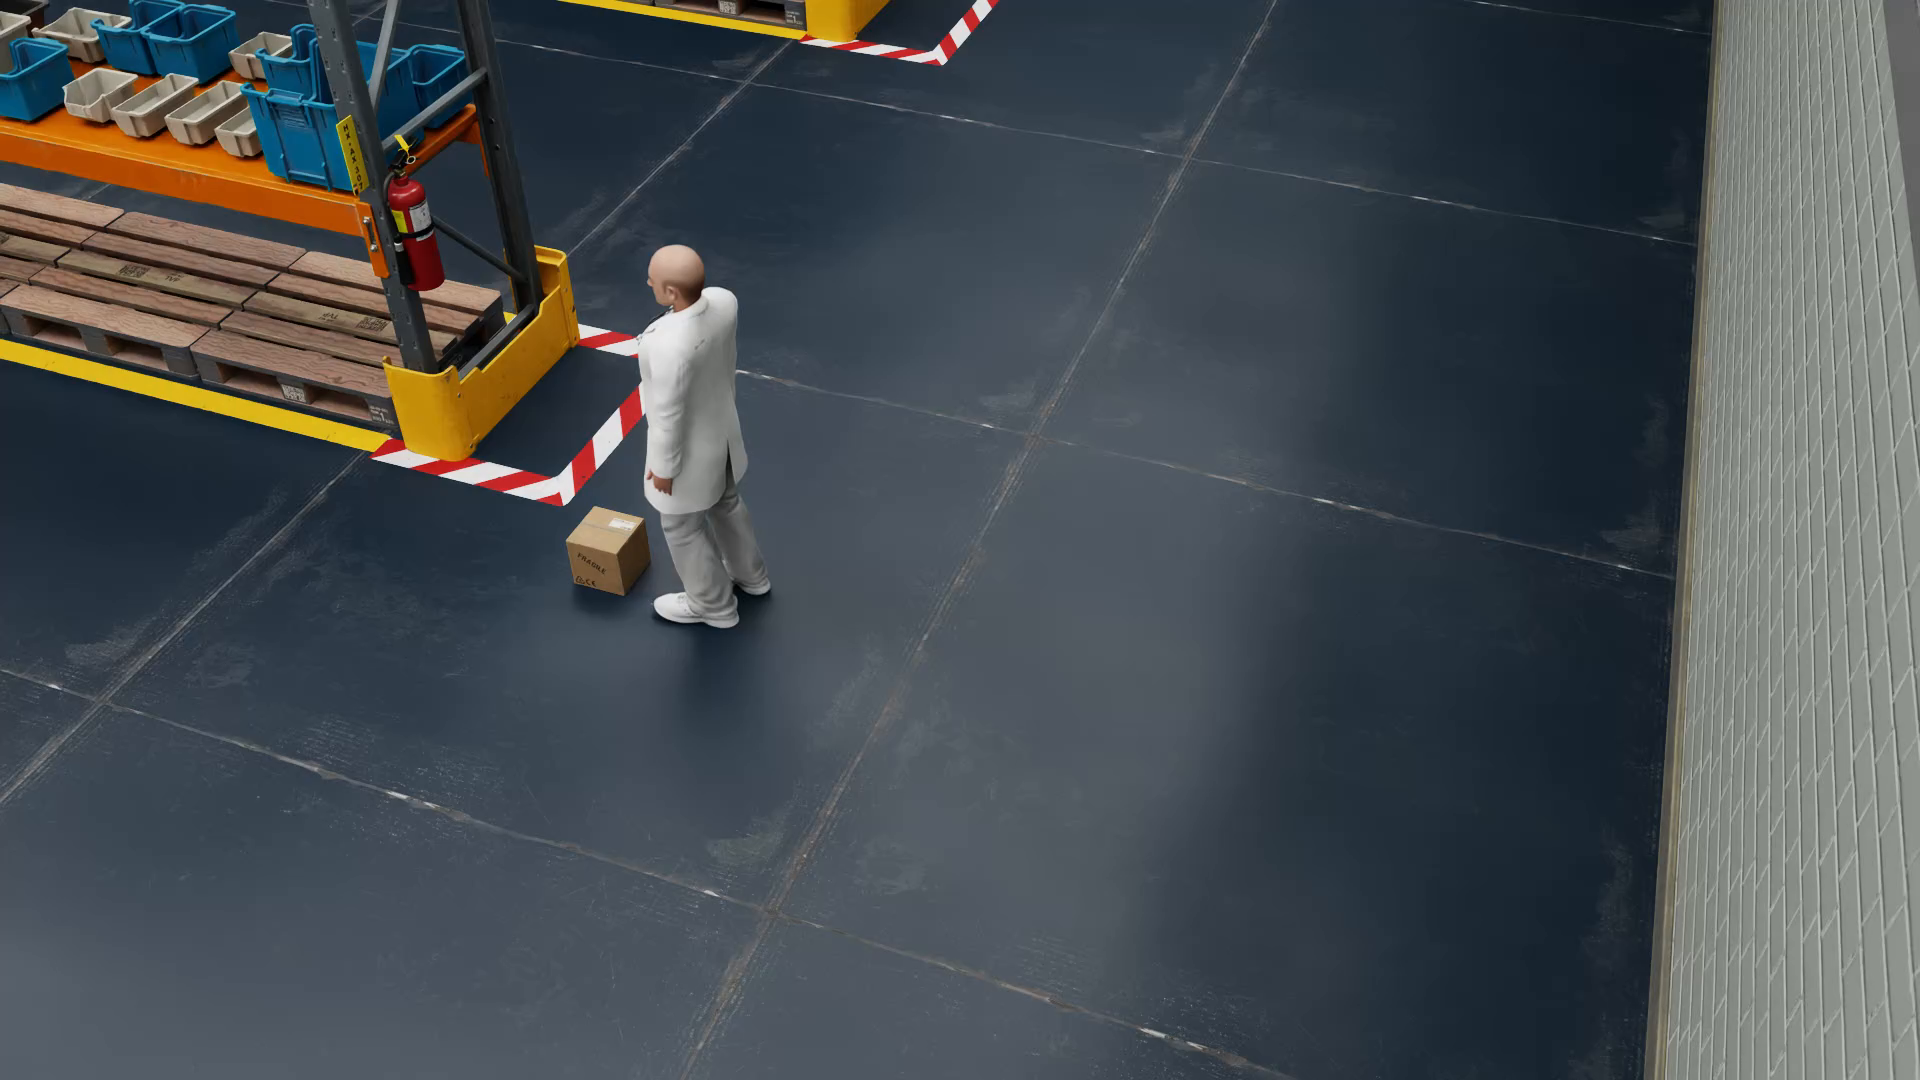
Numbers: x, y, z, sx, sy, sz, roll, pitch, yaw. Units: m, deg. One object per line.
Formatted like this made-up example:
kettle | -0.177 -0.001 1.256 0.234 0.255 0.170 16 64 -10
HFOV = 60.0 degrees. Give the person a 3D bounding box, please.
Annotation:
person | -1.071 -0.399 6.634 0.407 1.779 0.562 14 43 16
